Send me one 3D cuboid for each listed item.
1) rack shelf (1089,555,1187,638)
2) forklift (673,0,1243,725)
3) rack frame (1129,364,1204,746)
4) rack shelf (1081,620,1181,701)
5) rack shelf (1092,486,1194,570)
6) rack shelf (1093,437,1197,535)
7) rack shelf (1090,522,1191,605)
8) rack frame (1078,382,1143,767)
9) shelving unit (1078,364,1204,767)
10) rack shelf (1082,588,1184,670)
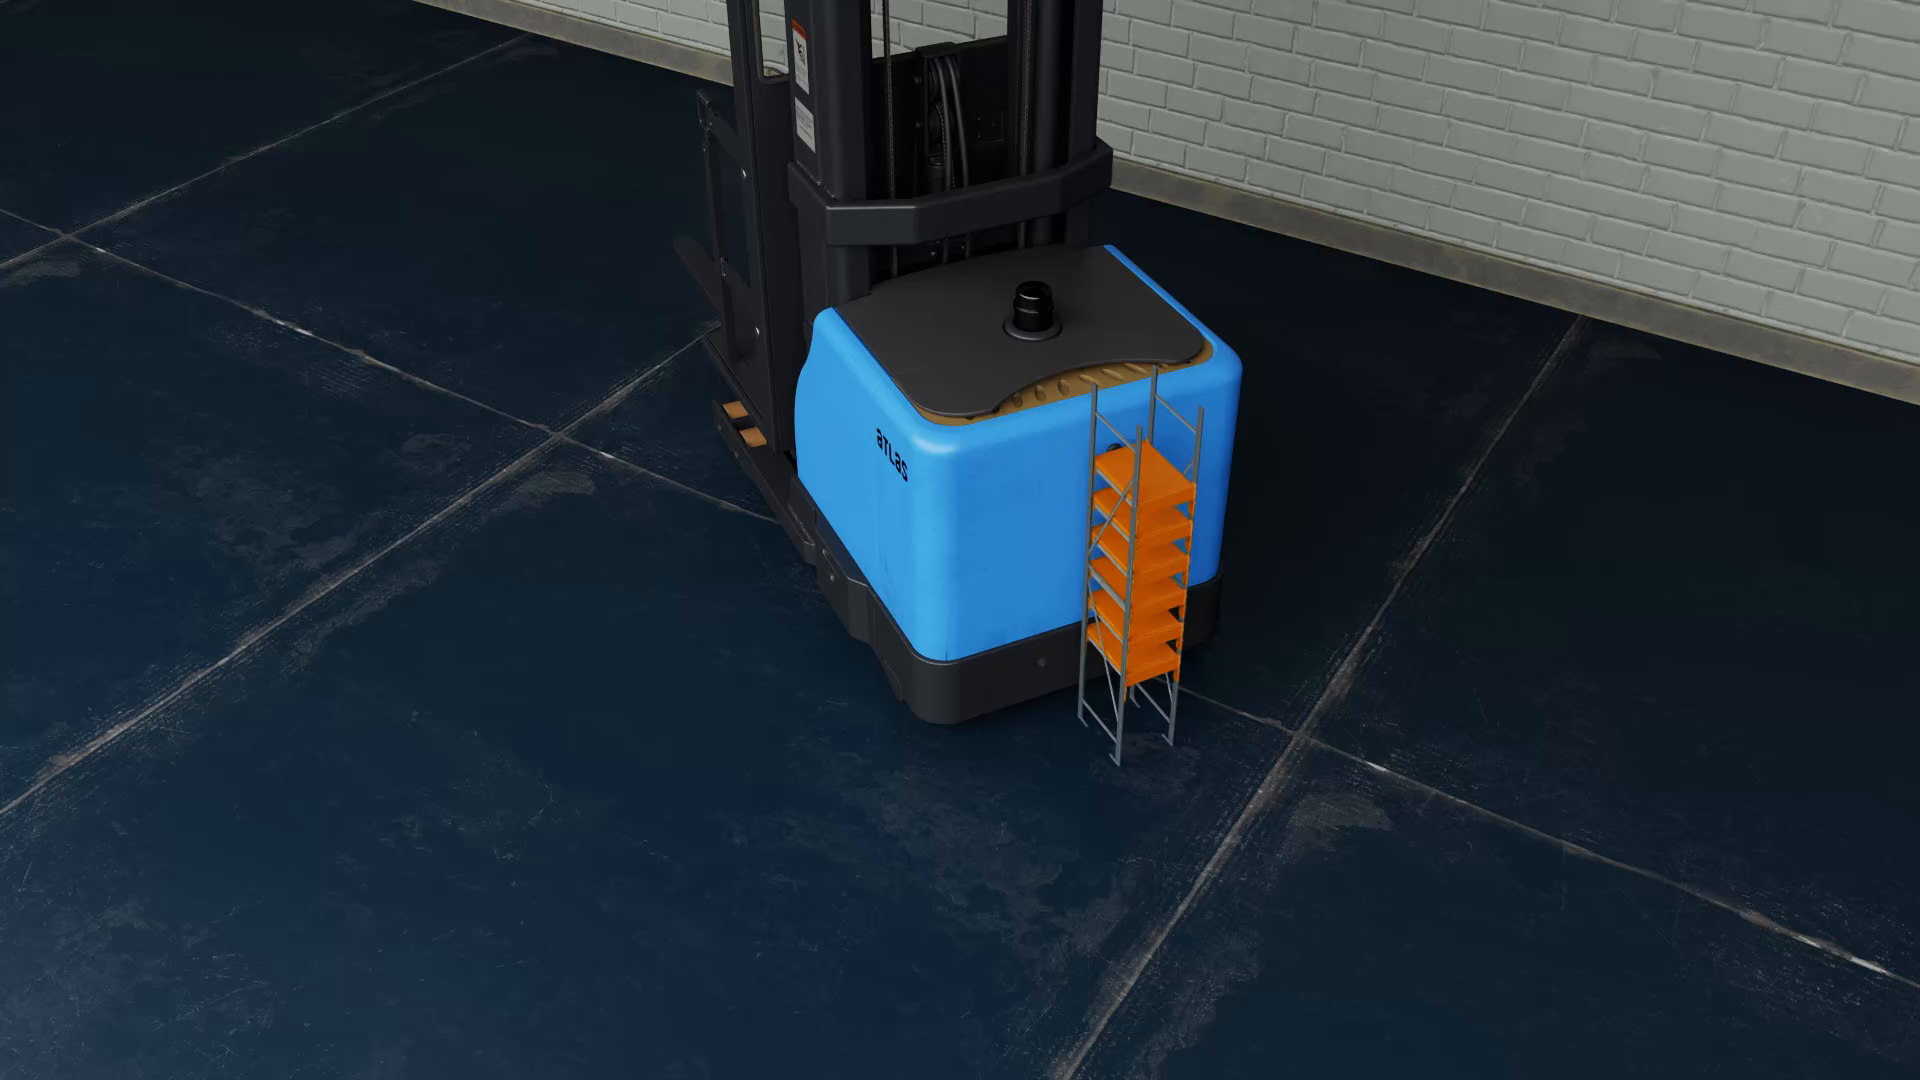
[{"bbox_3d":[0.489,0.137,4.661,0.180,0.103,0.258,-18,41,-20],"label":"rack shelf"},{"bbox_3d":[-0.266,-1.508,5.306,1.130,2.935,3.031,-16,40,-20],"label":"forklift"},{"bbox_3d":[0.570,0.075,4.665,0.006,1.200,0.240,-18,41,-20],"label":"rack frame"},{"bbox_3d":[0.492,0.326,4.808,0.180,0.103,0.258,-18,41,-20],"label":"rack shelf"},{"bbox_3d":[0.486,-0.053,4.513,0.180,0.103,0.258,-18,41,-20],"label":"rack shelf"},{"bbox_3d":[0.485,-0.147,4.439,0.180,0.103,0.258,-18,41,-20],"label":"rack shelf"},{"bbox_3d":[0.488,0.042,4.587,0.180,0.103,0.258,-18,41,-20],"label":"rack shelf"},{"bbox_3d":[0.407,0.128,4.601,0.006,1.200,0.240,-18,41,-20],"label":"rack frame"},{"bbox_3d":[0.489,0.102,4.633,0.189,1.200,0.258,-18,41,-20],"label":"shelving unit"},{"bbox_3d":[0.491,0.231,4.734,0.180,0.103,0.258,-18,41,-20],"label":"rack shelf"}]
